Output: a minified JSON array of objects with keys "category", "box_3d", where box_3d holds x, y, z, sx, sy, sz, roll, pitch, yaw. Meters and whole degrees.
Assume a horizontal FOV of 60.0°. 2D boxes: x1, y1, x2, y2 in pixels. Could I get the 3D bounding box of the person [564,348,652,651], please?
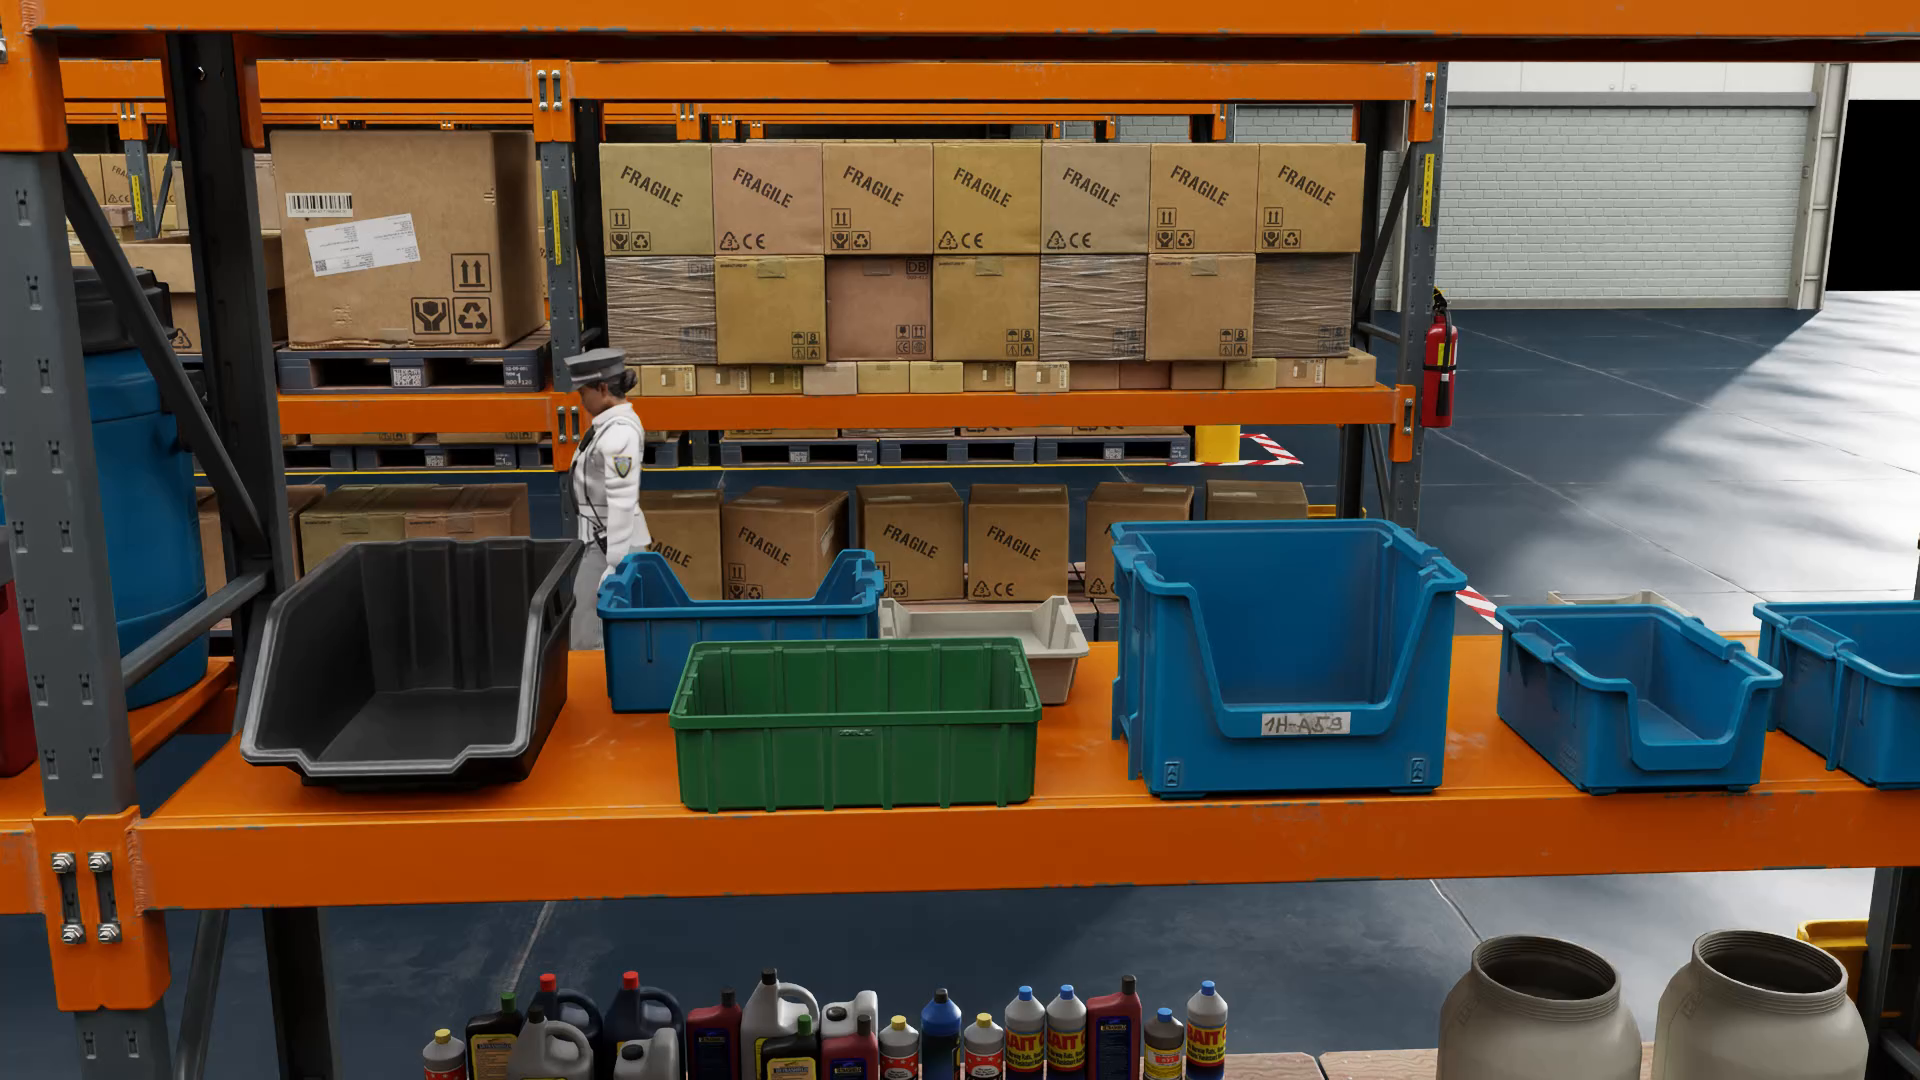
[{"category":"person","box_3d":[-1.442,0.067,6.626,0.605,1.652,0.514,-3,14,-11]}]
